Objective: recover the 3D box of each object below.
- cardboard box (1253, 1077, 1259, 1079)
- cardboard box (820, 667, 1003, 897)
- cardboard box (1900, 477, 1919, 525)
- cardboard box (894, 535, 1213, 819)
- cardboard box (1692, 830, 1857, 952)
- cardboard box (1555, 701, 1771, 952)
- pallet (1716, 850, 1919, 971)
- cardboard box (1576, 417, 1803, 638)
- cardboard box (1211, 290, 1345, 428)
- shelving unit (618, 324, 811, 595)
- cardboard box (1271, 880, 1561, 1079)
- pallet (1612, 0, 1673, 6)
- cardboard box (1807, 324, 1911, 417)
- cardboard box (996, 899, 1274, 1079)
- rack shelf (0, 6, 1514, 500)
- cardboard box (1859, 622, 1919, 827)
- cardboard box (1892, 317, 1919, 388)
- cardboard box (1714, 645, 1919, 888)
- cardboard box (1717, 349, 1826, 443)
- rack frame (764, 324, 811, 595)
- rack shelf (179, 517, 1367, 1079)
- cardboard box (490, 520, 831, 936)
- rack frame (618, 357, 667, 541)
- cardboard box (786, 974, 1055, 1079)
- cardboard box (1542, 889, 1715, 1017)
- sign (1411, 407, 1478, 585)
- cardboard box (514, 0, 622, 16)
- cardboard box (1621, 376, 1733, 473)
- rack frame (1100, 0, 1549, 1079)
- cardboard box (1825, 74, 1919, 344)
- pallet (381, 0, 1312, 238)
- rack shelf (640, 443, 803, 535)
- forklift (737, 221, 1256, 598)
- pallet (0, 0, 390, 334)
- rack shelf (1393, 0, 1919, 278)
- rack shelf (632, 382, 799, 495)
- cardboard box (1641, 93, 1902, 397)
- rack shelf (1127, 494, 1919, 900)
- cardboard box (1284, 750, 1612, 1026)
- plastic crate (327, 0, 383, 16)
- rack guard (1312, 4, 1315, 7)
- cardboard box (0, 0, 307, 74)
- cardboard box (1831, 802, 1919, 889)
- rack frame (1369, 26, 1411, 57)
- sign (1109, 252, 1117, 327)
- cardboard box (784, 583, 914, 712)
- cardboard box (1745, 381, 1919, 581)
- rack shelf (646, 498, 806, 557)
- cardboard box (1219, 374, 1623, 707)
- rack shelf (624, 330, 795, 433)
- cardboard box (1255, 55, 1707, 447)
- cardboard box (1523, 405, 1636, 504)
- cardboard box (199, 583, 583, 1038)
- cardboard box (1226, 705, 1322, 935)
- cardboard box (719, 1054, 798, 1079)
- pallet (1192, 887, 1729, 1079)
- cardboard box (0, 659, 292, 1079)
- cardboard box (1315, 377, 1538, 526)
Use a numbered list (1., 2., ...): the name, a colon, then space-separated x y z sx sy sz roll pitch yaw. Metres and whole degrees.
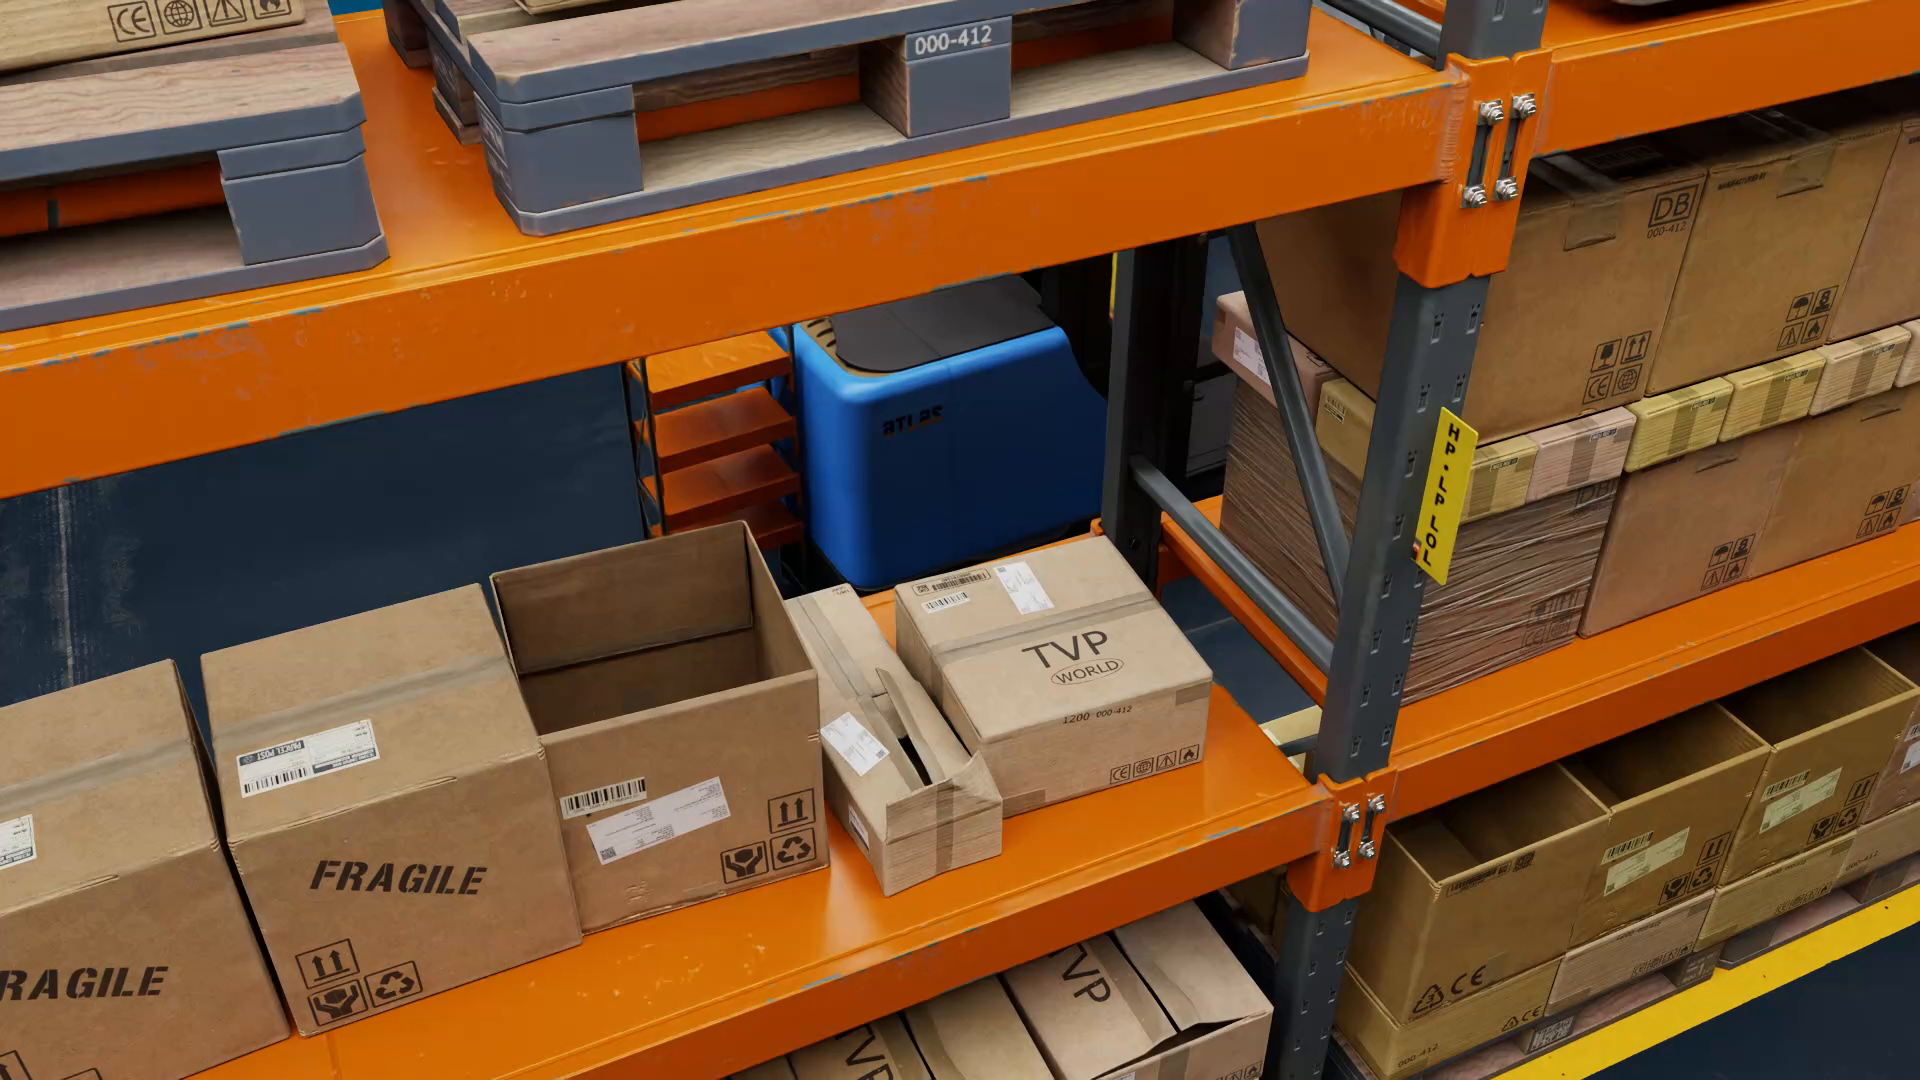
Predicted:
1. cardboard box: 0.357 1.265 3.982 0.500 0.250 0.500 -16 39 -20
2. cardboard box: -0.109 0.444 3.246 0.258 0.266 0.396 -17 40 -21
3. cardboard box: 2.402 -0.480 4.295 0.500 0.500 0.700 -14 39 -19
4. cardboard box: 0.182 0.277 3.485 0.500 0.250 0.500 -13 39 -17
5. cardboard box: 2.067 0.803 4.606 0.500 0.250 0.500 -16 39 -20
6. cardboard box: 1.611 0.623 4.218 0.500 0.500 0.500 -16 39 -20
7. pallet: 2.453 0.698 5.131 1.213 0.211 1.003 -16 39 -20
8. cardboard box: 1.483 -0.225 3.951 0.500 0.500 0.700 -16 39 -20
9. cardboard box: 0.764 -0.417 3.666 0.250 0.149 0.380 -16 39 -20
10. shelving unit: -0.801 -0.211 5.527 0.503 1.200 0.258 -19 40 -23
11. cardboard box: 1.158 1.050 4.272 0.500 0.250 0.500 -16 39 -20
12. pallet: 1.370 -1.331 3.083 1.213 0.211 1.003 -16 39 -20
13. cardboard box: 1.859 -0.455 3.717 0.250 0.149 0.380 -17 40 -21
14. cardboard box: 0.364 1.036 3.820 0.500 0.311 0.500 -16 39 -20
15. rack shelf: -1.201 -0.341 2.278 4.000 0.370 1.077 -16 39 -20
16. cardboard box: 2.519 0.373 4.555 0.500 0.500 0.500 -16 39 -20
17. cardboard box: 2.100 -0.524 3.811 0.250 0.149 0.380 -17 40 -21
18. cardboard box: 2.067 0.501 4.383 0.500 0.500 0.500 -16 39 -20
19. cardboard box: 1.632 -0.393 3.633 0.250 0.149 0.380 -16 39 -20
20. rack frame: -0.589 -0.283 5.624 0.015 1.200 0.240 -19 40 -23
21. rack shelf: -1.201 0.863 3.172 4.000 0.370 1.077 -16 39 -20
22. cardboard box: -0.570 0.347 3.180 0.500 0.500 0.500 -13 38 -17
23. rack frame: -1.013 -0.139 5.430 0.015 1.200 0.240 -19 40 -23
24. cardboard box: -0.104 1.171 3.638 0.500 0.311 0.500 -15 39 -19
25. cardboard box: 1.613 0.926 4.439 0.500 0.250 0.500 -16 39 -20
26. sign: 0.849 -0.075 2.927 0.005 0.325 0.100 -16 39 -20
27. cardboard box: -0.449 -0.954 2.273 0.500 0.250 0.500 -20 41 -24
28. cardboard box: 1.395 -0.326 3.543 0.250 0.149 0.380 -17 40 -21
29. rack frame: 0.609 0.068 3.640 0.127 3.000 1.000 -16 39 -20
30. cardboard box: 1.919 -0.864 3.724 0.500 0.500 0.700 -16 39 -20
31. pallet: -0.184 -0.829 2.493 1.217 0.209 0.805 -17 40 -22
32. rack shelf: -0.801 -0.157 5.567 0.480 0.148 0.258 -19 40 -23
33. forklift: 0.717 -1.454 5.749 3.031 2.935 1.130 -19 40 -23
34. pallet: -1.424 -0.553 2.118 1.213 0.211 1.003 -14 39 -18
35. rack shelf: 2.420 -1.354 3.643 4.000 0.370 1.077 -16 39 -20
36. rack shelf: -0.801 -0.336 5.434 0.480 0.148 0.258 -19 40 -23
37. cardboard box: 1.465 -0.737 3.553 0.500 0.500 0.700 -16 39 -20
38. rack shelf: 2.420 -0.149 4.537 4.000 0.370 1.077 -16 39 -20
39. cardboard box: 1.162 0.754 4.041 0.500 0.500 0.500 -16 39 -20
40. plastic crate: -2.358 -2.150 6.645 0.575 0.384 0.392 -16 39 -20
41. rack guard: 2.080 -2.568 9.292 0.348 0.500 1.175 -16 39 -20
42. cardboard box: -1.148 -0.794 2.058 0.500 0.250 0.500 -19 41 -24
43. cardboard box: 2.518 0.673 4.781 0.500 0.250 0.500 -16 39 -20
44. rack frame: 2.129 -3.616 8.608 0.127 3.000 1.000 -16 39 -20
45. sign: 0.372 -0.610 3.762 0.005 0.325 0.100 -16 39 -20
46. cardboard box: -0.280 0.283 3.561 0.250 0.149 0.380 -16 39 -20
47. cardboard box: 1.939 -0.349 4.119 0.500 0.500 0.700 -15 39 -19
48. rack shelf: -0.801 0.003 5.685 0.480 0.148 0.258 -19 40 -23
49. cardboard box: 1.008 -0.088 3.766 0.500 0.500 0.700 -17 40 -21
50. rack shelf: -0.801 -0.526 5.293 0.480 0.148 0.258 -19 40 -23
51. cardboard box: 1.008 -0.609 3.380 0.500 0.500 0.700 -15 39 -20
52. cardboard box: 1.162 -0.260 3.454 0.250 0.149 0.380 -15 39 -19
53. cardboard box: -1.023 0.474 3.009 0.500 0.500 0.500 -16 39 -20
54. cardboard box: 0.936 0.769 4.651 0.500 0.250 0.500 -16 39 -20
55. cardboard box: -0.557 1.296 3.470 0.500 0.311 0.500 -16 39 -20
56. pallet: 1.347 1.010 4.712 1.213 0.211 1.003 -16 39 -20
57. cardboard box: -1.500 0.607 2.830 0.500 0.500 0.500 -18 40 -22
58. cardboard box: 0.935 -0.196 3.368 0.250 0.149 0.380 -16 39 -20
